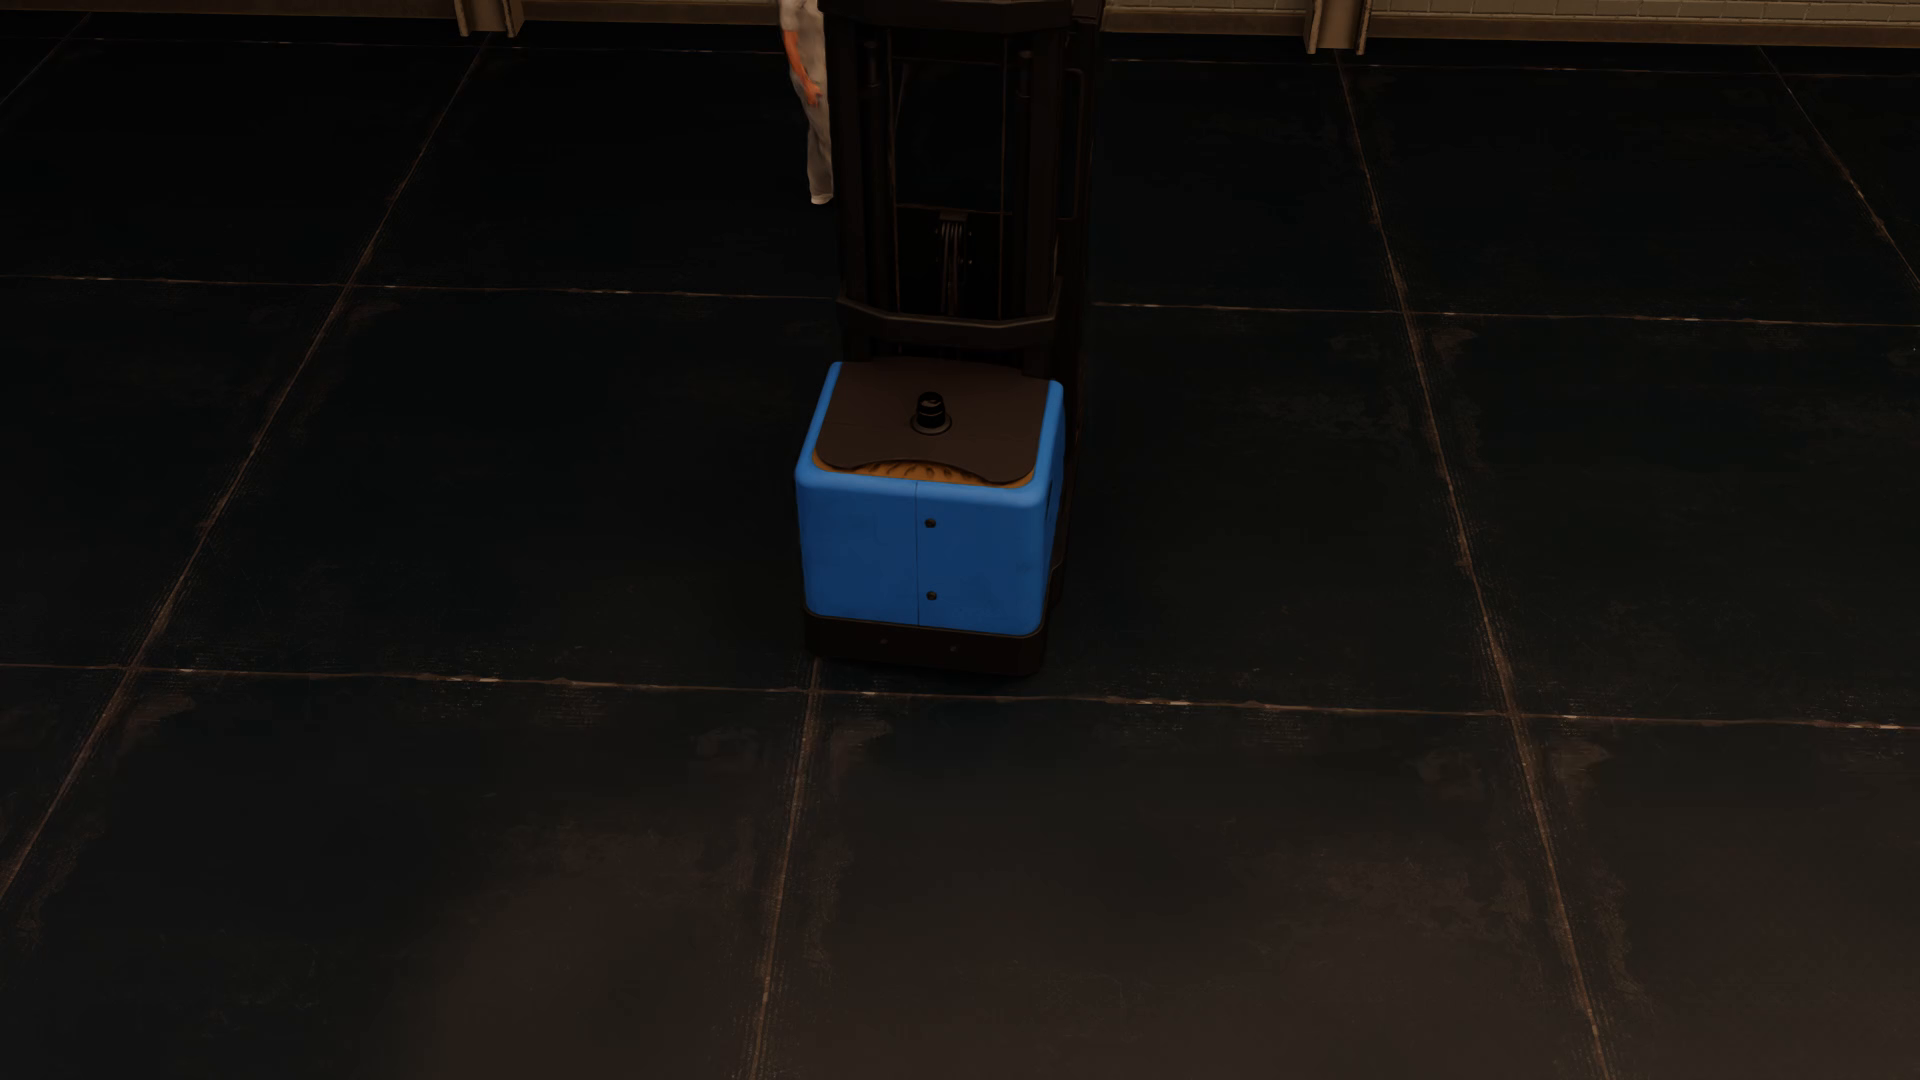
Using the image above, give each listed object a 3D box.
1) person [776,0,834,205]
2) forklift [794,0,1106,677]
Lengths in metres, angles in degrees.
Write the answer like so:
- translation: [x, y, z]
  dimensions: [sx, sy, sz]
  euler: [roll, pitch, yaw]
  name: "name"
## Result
- translation: [-0.730, -2.677, 9.599]
  dimensions: [0.627, 1.675, 0.526]
  euler: [11, 43, 11]
  name: "person"
- translation: [0.041, -1.491, 7.376]
  dimensions: [1.130, 2.935, 3.031]
  euler: [6, 43, 6]
  name: "forklift"
